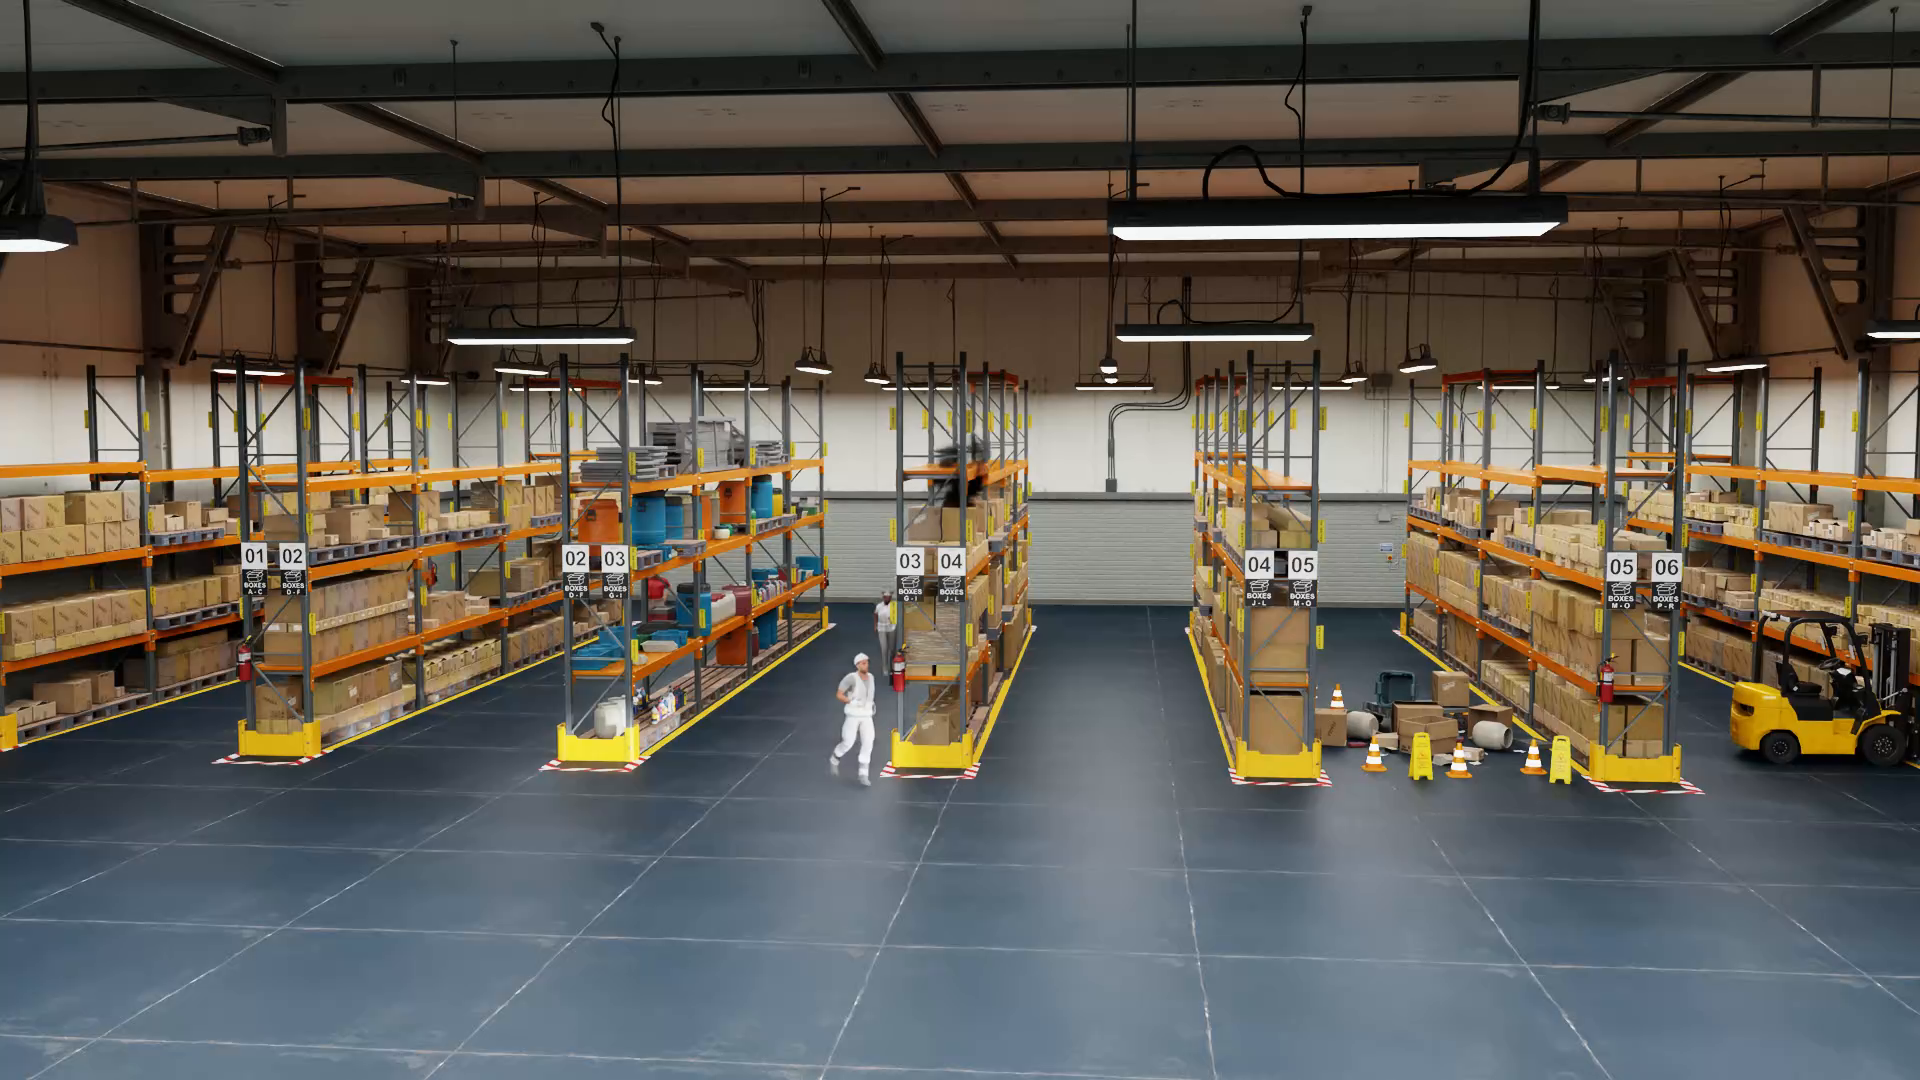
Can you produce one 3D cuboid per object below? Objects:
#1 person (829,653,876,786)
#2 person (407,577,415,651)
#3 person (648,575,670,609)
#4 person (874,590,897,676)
[{"bbox_3d":[-1.413,2.459,23.106,0.686,1.783,0.936,-3,5,-35],"label":"person"},{"bbox_3d":[-11.804,1.625,35.799,0.586,1.657,0.562,-1,4,-10],"label":"person"},{"bbox_3d":[-6.893,1.485,37.627,0.644,1.765,0.710,0,4,-5],"label":"person"},{"bbox_3d":[-1.429,1.808,32.865,0.577,1.672,0.907,0,4,2],"label":"person"}]
